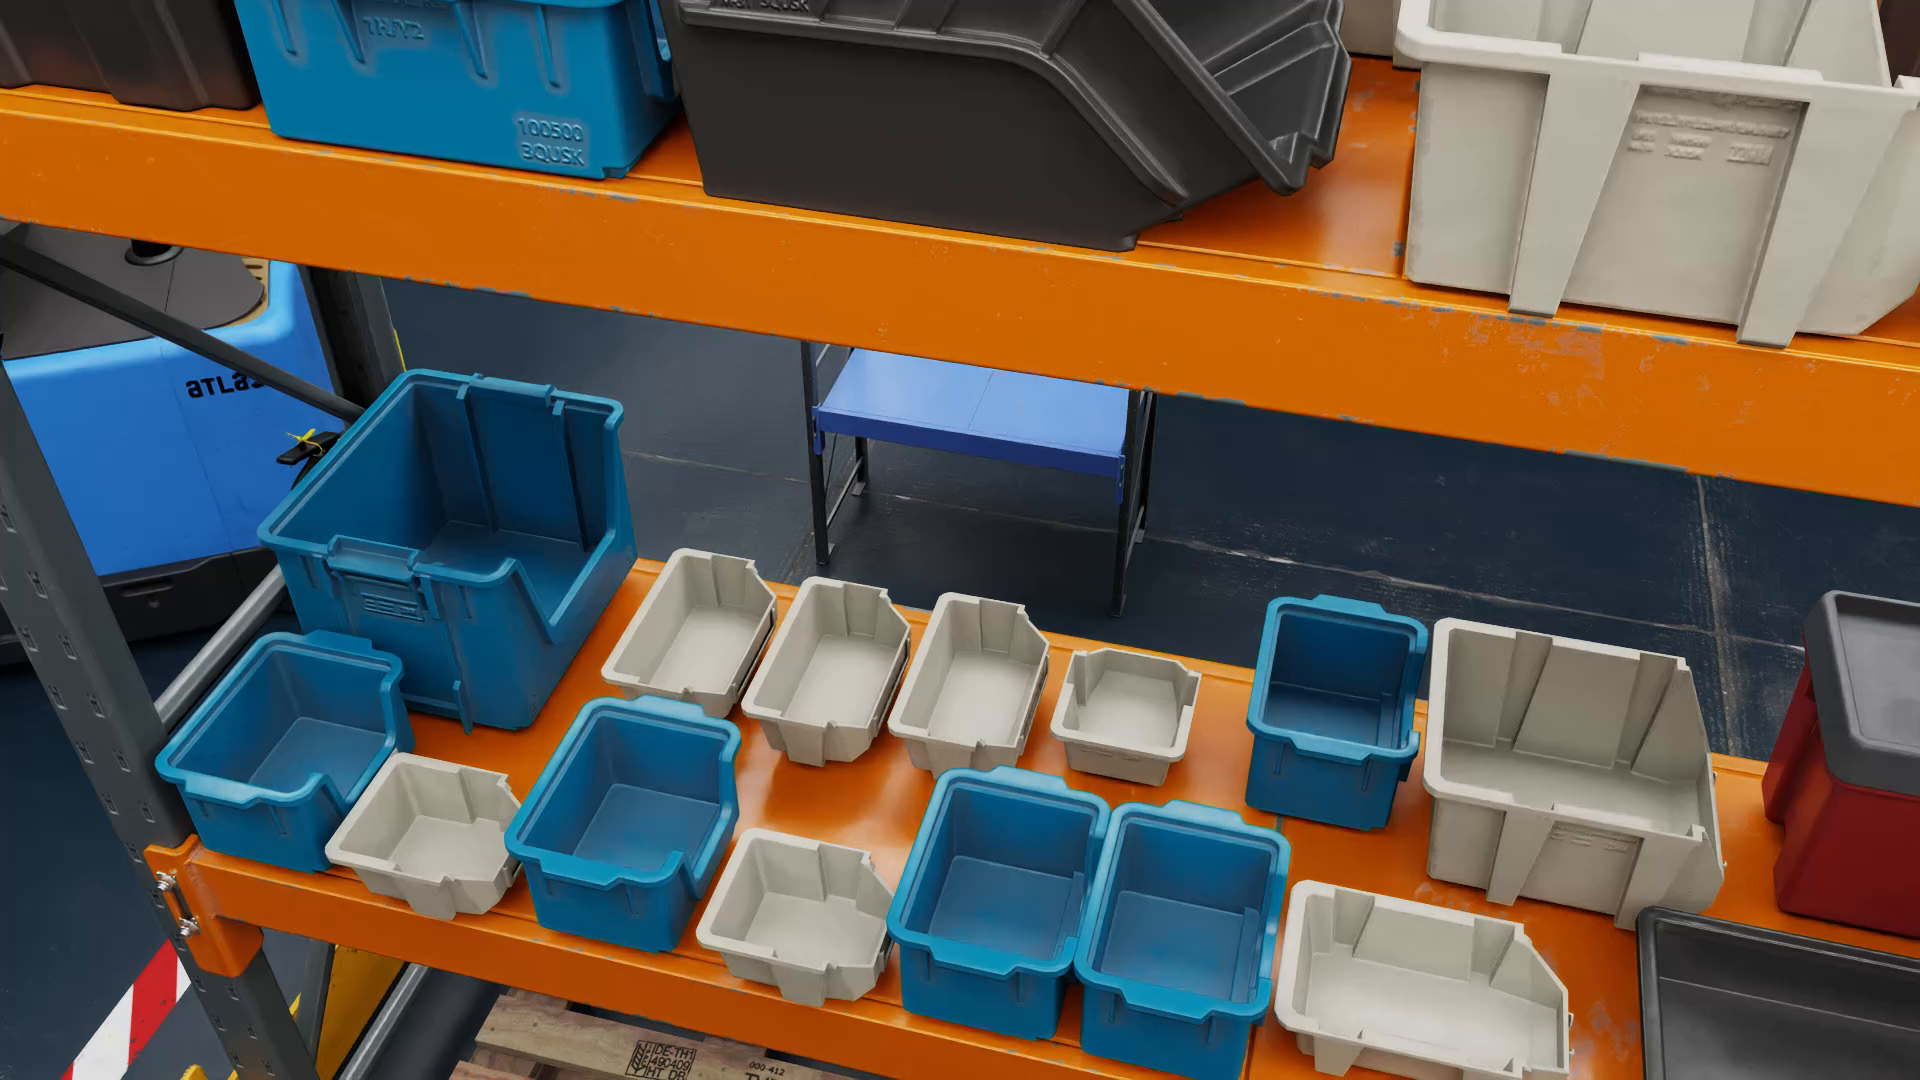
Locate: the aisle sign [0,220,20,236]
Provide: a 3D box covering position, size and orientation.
[{"bbox_3d":[-1.503,-0.715,2.248,0.004,0.787,0.394,10,41,11],"label":"aisle sign"}]

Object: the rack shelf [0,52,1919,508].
[{"bbox_3d":[0.575,-0.433,2.160,4.000,0.370,1.077,10,41,11],"label":"rack shelf"}]

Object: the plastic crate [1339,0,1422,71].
[{"bbox_3d":[0.703,-0.751,2.184,0.530,0.136,0.437,10,41,11],"label":"plastic crate"}]

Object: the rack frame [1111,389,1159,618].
[{"bbox_3d":[0.573,-0.476,5.150,0.032,1.500,0.500,10,41,11],"label":"rack frame"}]

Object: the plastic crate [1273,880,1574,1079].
[{"bbox_3d":[0.747,0.748,2.685,0.466,0.136,0.293,10,41,11],"label":"plastic crate"}]

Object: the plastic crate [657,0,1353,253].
[{"bbox_3d":[0.048,-0.592,1.839,0.767,0.338,0.504,10,41,11],"label":"plastic crate"}]

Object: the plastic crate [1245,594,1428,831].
[{"bbox_3d":[0.693,0.331,3.107,0.300,0.233,0.416,10,41,11],"label":"plastic crate"}]

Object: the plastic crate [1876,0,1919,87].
[{"bbox_3d":[1.378,-0.703,2.024,0.590,0.269,0.497,10,41,11],"label":"plastic crate"}]

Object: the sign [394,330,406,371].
[{"bbox_3d":[-1.230,-0.299,3.647,0.005,0.325,0.100,10,41,11],"label":"sign"}]

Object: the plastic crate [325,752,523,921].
[{"bbox_3d":[-0.915,0.536,2.938,0.298,0.136,0.250,10,41,11],"label":"plastic crate"}]

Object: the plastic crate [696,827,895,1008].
[{"bbox_3d":[-0.260,0.649,2.804,0.298,0.136,0.250,10,41,11],"label":"plastic crate"}]

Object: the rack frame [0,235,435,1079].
[{"bbox_3d":[-1.357,0.108,3.289,0.127,3.000,1.000,10,41,11],"label":"rack frame"}]

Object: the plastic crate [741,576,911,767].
[{"bbox_3d":[-0.246,0.266,3.259,0.243,0.136,0.396,10,41,11],"label":"plastic crate"}]

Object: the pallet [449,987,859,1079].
[{"bbox_3d":[-0.570,1.337,3.994,1.213,0.211,1.003,10,41,11],"label":"pallet"}]

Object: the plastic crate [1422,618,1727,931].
[{"bbox_3d":[1.080,0.427,2.955,0.530,0.282,0.437,10,41,11],"label":"plastic crate"}]

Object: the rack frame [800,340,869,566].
[{"bbox_3d":[-0.409,-0.645,5.351,0.032,1.500,0.500,10,41,11],"label":"rack frame"}]

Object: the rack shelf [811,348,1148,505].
[{"bbox_3d":[0.082,-0.422,5.366,1.000,0.185,0.538,10,41,11],"label":"rack shelf"}]

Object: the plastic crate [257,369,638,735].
[{"bbox_3d":[-0.985,0.011,3.331,0.499,0.435,0.616,10,41,11],"label":"plastic crate"}]

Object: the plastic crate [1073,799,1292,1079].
[{"bbox_3d":[0.358,0.663,2.712,0.300,0.233,0.416,10,41,11],"label":"plastic crate"}]

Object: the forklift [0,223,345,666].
[{"bbox_3d":[-3.525,-0.942,4.593,3.031,2.935,1.130,-11,41,-13],"label":"forklift"}]

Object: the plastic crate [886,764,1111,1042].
[{"bbox_3d":[0.068,0.613,2.771,0.300,0.233,0.416,10,41,11],"label":"plastic crate"}]

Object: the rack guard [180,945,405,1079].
[{"bbox_3d":[-1.383,1.069,4.088,0.348,0.500,1.175,10,41,11],"label":"rack guard"}]

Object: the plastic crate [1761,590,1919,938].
[{"bbox_3d":[1.709,0.421,2.820,0.583,0.464,0.402,10,41,11],"label":"plastic crate"}]

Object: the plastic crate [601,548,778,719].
[{"bbox_3d":[-0.522,0.209,3.327,0.243,0.136,0.396,10,41,11],"label":"plastic crate"}]

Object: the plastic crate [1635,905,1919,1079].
[{"bbox_3d":[1.356,0.836,2.590,0.590,0.125,0.437,10,41,11],"label":"plastic crate"}]

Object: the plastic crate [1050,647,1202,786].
[{"bbox_3d":[0.320,0.335,3.177,0.250,0.136,0.298,10,41,11],"label":"plastic crate"}]

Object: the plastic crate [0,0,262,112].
[{"bbox_3d":[-1.057,-0.754,2.084,0.590,0.269,0.497,10,41,11],"label":"plastic crate"}]

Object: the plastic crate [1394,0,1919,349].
[{"bbox_3d":[0.704,-0.435,1.696,0.530,0.282,0.437,10,41,11],"label":"plastic crate"}]

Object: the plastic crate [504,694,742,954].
[{"bbox_3d":[-0.568,0.504,2.901,0.300,0.233,0.416,10,41,11],"label":"plastic crate"}]

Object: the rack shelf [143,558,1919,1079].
[{"bbox_3d":[0.575,0.716,3.125,4.000,0.370,1.077,10,41,11],"label":"rack shelf"}]

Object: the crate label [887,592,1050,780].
[{"bbox_3d":[0.029,0.297,3.222,0.243,0.136,0.396,10,41,11],"label":"crate label"}]

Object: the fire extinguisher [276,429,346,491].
[{"bbox_3d":[-1.385,-0.027,3.800,0.183,0.674,0.296,10,41,11],"label":"fire extinguisher"}]

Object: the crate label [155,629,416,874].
[{"bbox_3d":[-1.204,0.394,3.032,0.303,0.233,0.416,10,41,11],"label":"crate label"}]

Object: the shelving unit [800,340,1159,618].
[{"bbox_3d":[0.082,-0.560,5.251,1.048,1.500,0.538,10,41,11],"label":"shelving unit"}]

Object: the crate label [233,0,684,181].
[{"bbox_3d":[-0.549,-0.630,1.951,0.502,0.251,0.408,10,41,11],"label":"crate label"}]
